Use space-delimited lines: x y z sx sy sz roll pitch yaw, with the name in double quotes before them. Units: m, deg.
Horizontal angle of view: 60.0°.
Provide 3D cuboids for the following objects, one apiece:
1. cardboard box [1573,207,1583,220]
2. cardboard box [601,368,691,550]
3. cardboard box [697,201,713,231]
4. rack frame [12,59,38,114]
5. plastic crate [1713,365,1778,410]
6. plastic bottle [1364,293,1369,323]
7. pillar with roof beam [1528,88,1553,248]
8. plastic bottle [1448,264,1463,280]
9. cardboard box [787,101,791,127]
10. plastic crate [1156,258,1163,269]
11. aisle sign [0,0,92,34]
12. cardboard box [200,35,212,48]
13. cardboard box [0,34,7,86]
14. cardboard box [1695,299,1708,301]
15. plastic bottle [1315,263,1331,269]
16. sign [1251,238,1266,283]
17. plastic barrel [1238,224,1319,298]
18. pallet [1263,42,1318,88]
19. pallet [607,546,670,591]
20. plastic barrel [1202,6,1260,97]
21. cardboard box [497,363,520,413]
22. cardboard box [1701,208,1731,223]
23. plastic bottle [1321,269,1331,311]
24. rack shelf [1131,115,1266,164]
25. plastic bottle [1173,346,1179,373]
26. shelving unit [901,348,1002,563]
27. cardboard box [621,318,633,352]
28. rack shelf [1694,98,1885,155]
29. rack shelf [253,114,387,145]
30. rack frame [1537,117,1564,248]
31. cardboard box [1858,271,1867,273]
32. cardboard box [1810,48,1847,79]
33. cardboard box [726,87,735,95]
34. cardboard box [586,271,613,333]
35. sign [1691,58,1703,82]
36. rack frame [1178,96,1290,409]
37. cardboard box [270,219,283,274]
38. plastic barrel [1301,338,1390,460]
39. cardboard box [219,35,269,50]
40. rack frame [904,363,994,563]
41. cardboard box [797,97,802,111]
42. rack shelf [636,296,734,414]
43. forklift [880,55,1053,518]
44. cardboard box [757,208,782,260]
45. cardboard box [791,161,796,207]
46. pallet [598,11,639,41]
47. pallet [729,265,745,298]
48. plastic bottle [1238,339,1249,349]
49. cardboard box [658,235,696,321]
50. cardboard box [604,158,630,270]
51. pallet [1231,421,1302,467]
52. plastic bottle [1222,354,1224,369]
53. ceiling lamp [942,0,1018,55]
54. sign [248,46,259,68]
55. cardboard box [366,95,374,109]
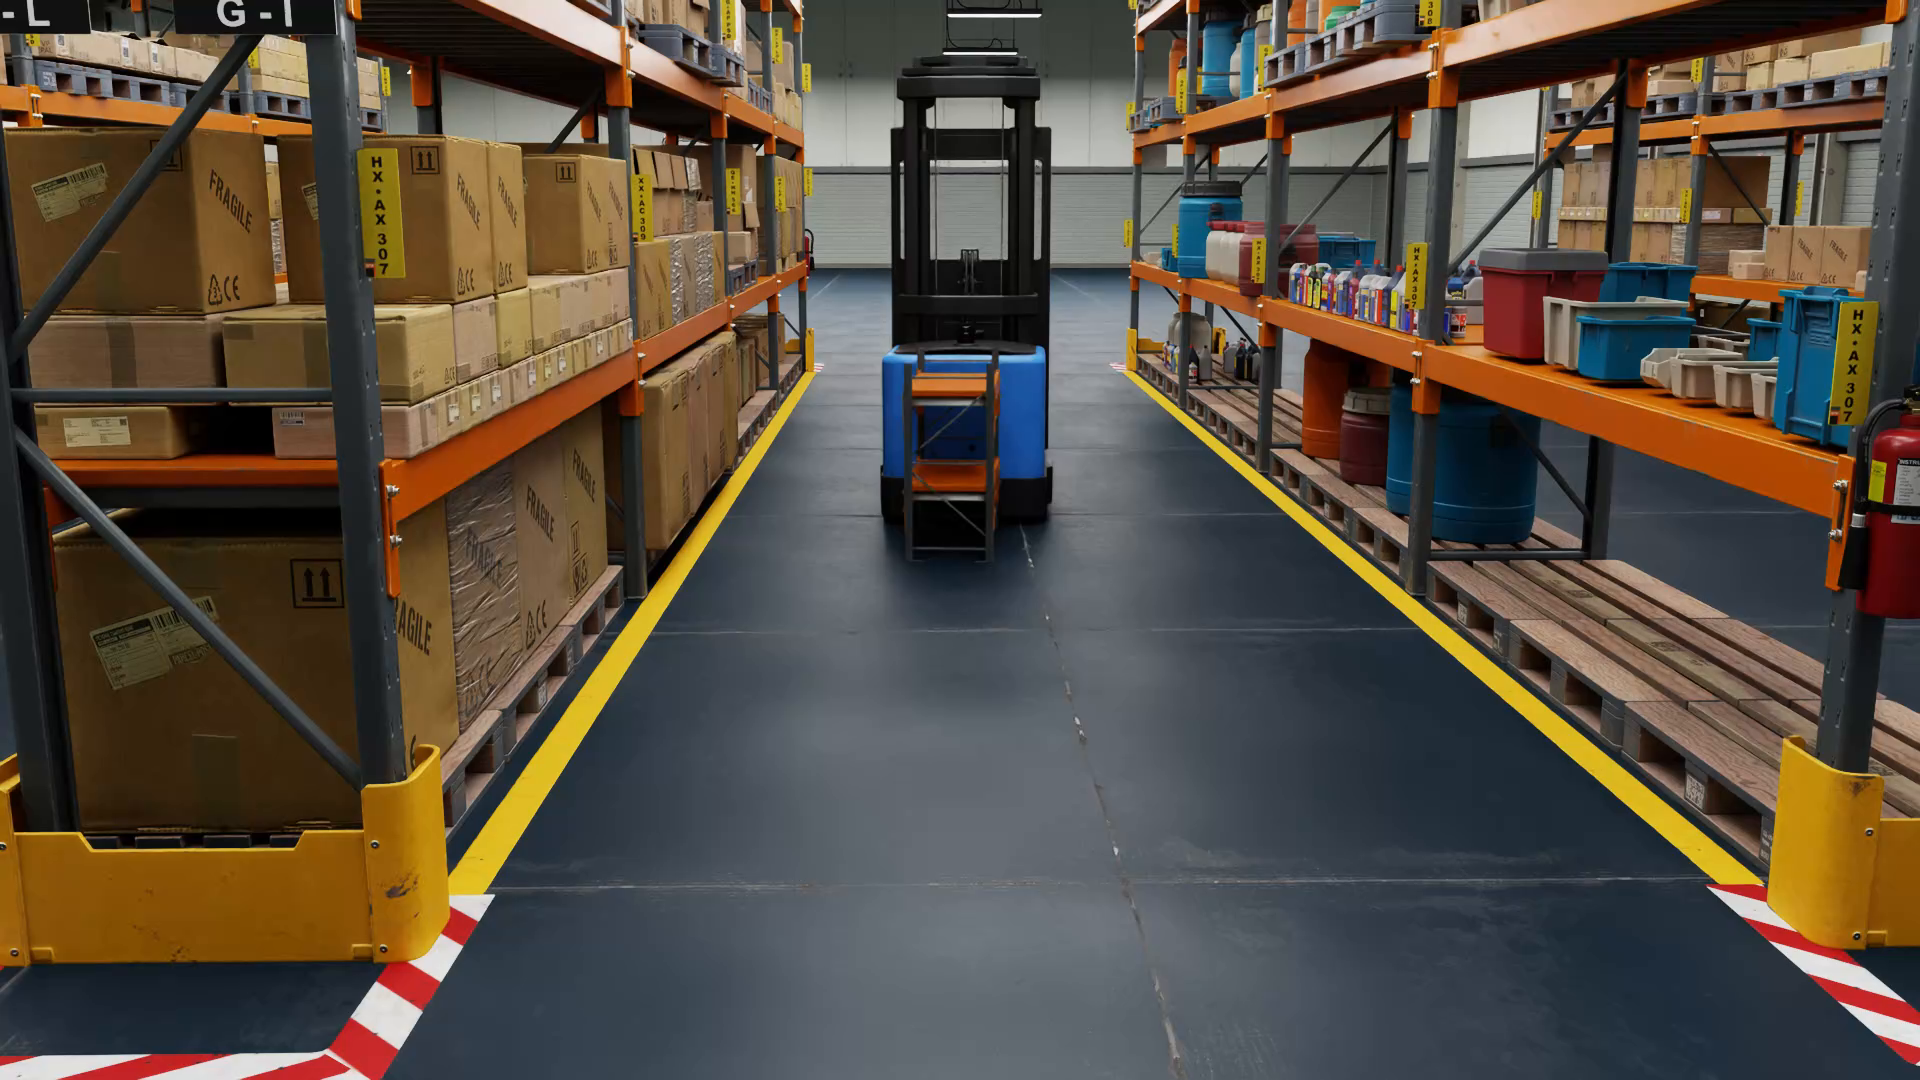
"cardboard box" 7.342 -3.778 19.254 0.380 0.149 0.250 0 11 -1
"cardboard box" -2.152 -0.458 9.061 1.225 0.875 0.875 0 11 -1
"cardboard box" -2.365 -2.434 13.206 0.700 0.500 0.500 1 12 7
"rack frame" -7.163 -1.961 12.183 1.000 3.000 0.127 0 11 -1
"plastic crate" 2.726 -0.511 5.546 0.396 0.136 0.243 0 11 -1
"plastic bottle" 2.451 -1.389 9.862 0.097 0.201 0.097 0 11 0
"pillar with roof beam" 8.693 -9.978 36.609 9.100 9.000 0.548 0 11 -1
"plastic bottle" 3.170 -1.620 10.625 0.144 0.351 0.185 0 11 -1
"cardboard box" -2.072 -4.553 17.788 0.500 0.250 0.500 0 11 -2
"plastic crate" 2.381 -2.970 17.816 0.530 0.136 0.437 0 11 -1
"aisle sign" -2.335 -1.630 4.011 0.394 0.787 0.004 0 11 -1
"cardboard box" -7.577 -4.871 16.298 0.380 0.149 0.250 0 11 -1
"cardboard box" -6.897 -3.368 11.320 0.500 0.500 0.500 0 11 -1
"cardboard box" 7.890 -2.414 18.388 0.500 0.500 0.500 0 11 -1
"plastic bottle" 2.588 -1.835 11.870 0.152 0.276 0.135 0 11 -1
"sign" 2.200 -2.058 12.250 0.100 0.325 0.005 0 11 -1
"plastic barrel" 2.438 -2.140 12.720 0.600 0.536 0.708 0 11 -1
"pallet" 2.668 -3.207 11.254 1.003 0.211 1.213 0 11 -1
"pallet" -2.210 0.047 9.297 1.003 0.211 1.213 0 11 -1
"plastic barrel" 2.754 -4.897 16.792 0.600 0.901 0.708 0 11 -1
"cardboard box" -1.737 -0.525 5.732 0.380 0.149 0.250 0 11 -2
"cardboard box" 7.400 -3.217 16.488 0.380 0.149 0.250 0 11 -1
"plastic bottle" 2.428 -1.644 10.943 0.097 0.271 0.097 0 11 0
"rack shelf" 2.626 -4.292 17.937 1.077 0.370 4.000 0 11 -1
"plastic bottle" 2.356 -1.919 17.720 0.152 0.276 0.135 0 11 0
"shelving unit" -0.036 -0.526 9.820 0.538 1.125 1.048 1 11 3
"cardboard box" -1.785 -0.984 7.998 0.380 0.149 0.250 0 11 -1
"rack shelf" 7.661 -3.517 14.114 1.077 0.370 4.000 0 11 -1
"rack shelf" -7.287 -4.272 17.835 1.077 0.370 4.000 0 11 -1
"rack frame" 7.537 -3.592 20.220 1.000 3.000 0.127 0 11 -1
"cardboard box" 7.620 -2.132 13.655 0.380 0.149 0.250 1 11 3
"cardboard box" 7.598 -4.019 14.101 0.500 0.250 0.500 -1 12 -6
"cardboard box" -1.957 -3.453 12.367 0.500 0.250 0.500 0 11 0
"cardboard box" -1.835 -1.049 7.316 0.500 0.250 0.500 0 11 1
"sign" 7.065 -4.556 15.930 0.100 0.325 0.005 0 11 -1
"rack frame" 2.667 -2.777 16.204 1.000 3.000 0.127 0 11 -1
"cardboard box" -7.265 -2.903 16.449 0.875 0.550 0.550 0 11 -1
"plastic barrel" 2.777 -1.027 11.980 0.600 0.830 0.708 0 11 -1
"cardboard box" -6.913 -4.823 16.062 0.380 0.149 0.250 0 11 -1
"rack frame" -0.061 -0.425 9.323 0.500 1.125 0.032 1 11 3
"cardboard box" -2.049 -5.090 19.434 0.380 0.149 0.250 0 11 -1
"rack shelf" -2.161 -1.212 10.296 1.077 0.370 4.000 0 11 -1
"forklift" 0.086 -1.819 11.651 1.130 2.935 3.031 1 11 3
"cardboard box" -2.232 -3.041 16.506 0.875 0.500 0.500 0 11 -1
"cardboard box" -2.085 -3.930 18.370 0.500 0.500 0.500 0 11 -1
"pallet" -2.187 -2.725 8.883 0.805 0.209 1.217 -1 11 -3
"pallet" -2.323 -2.009 12.900 1.213 0.211 1.003 0 11 -1
"plastic bottle" 3.053 -1.979 17.824 0.144 0.351 0.185 0 11 -2
"cardboard box" -1.916 -1.610 10.200 0.500 0.500 0.500 0 11 0
"cardboard box" -1.842 -1.516 7.731 0.500 0.500 0.500 0 11 0
"pallet" 2.773 -0.770 13.322 1.003 0.211 1.213 0 11 -1
"plastic bottle" 2.917 -1.971 18.163 0.097 0.201 0.097 0 11 0
"ceiling lamp" 0.531 -14.423 43.838 2.000 3.185 0.800 0 11 -1
"sign" -6.703 -4.638 15.742 0.100 0.325 0.005 0 11 -1
"cardboard box" -6.978 -5.039 19.131 0.380 0.149 0.250 0 11 -1
